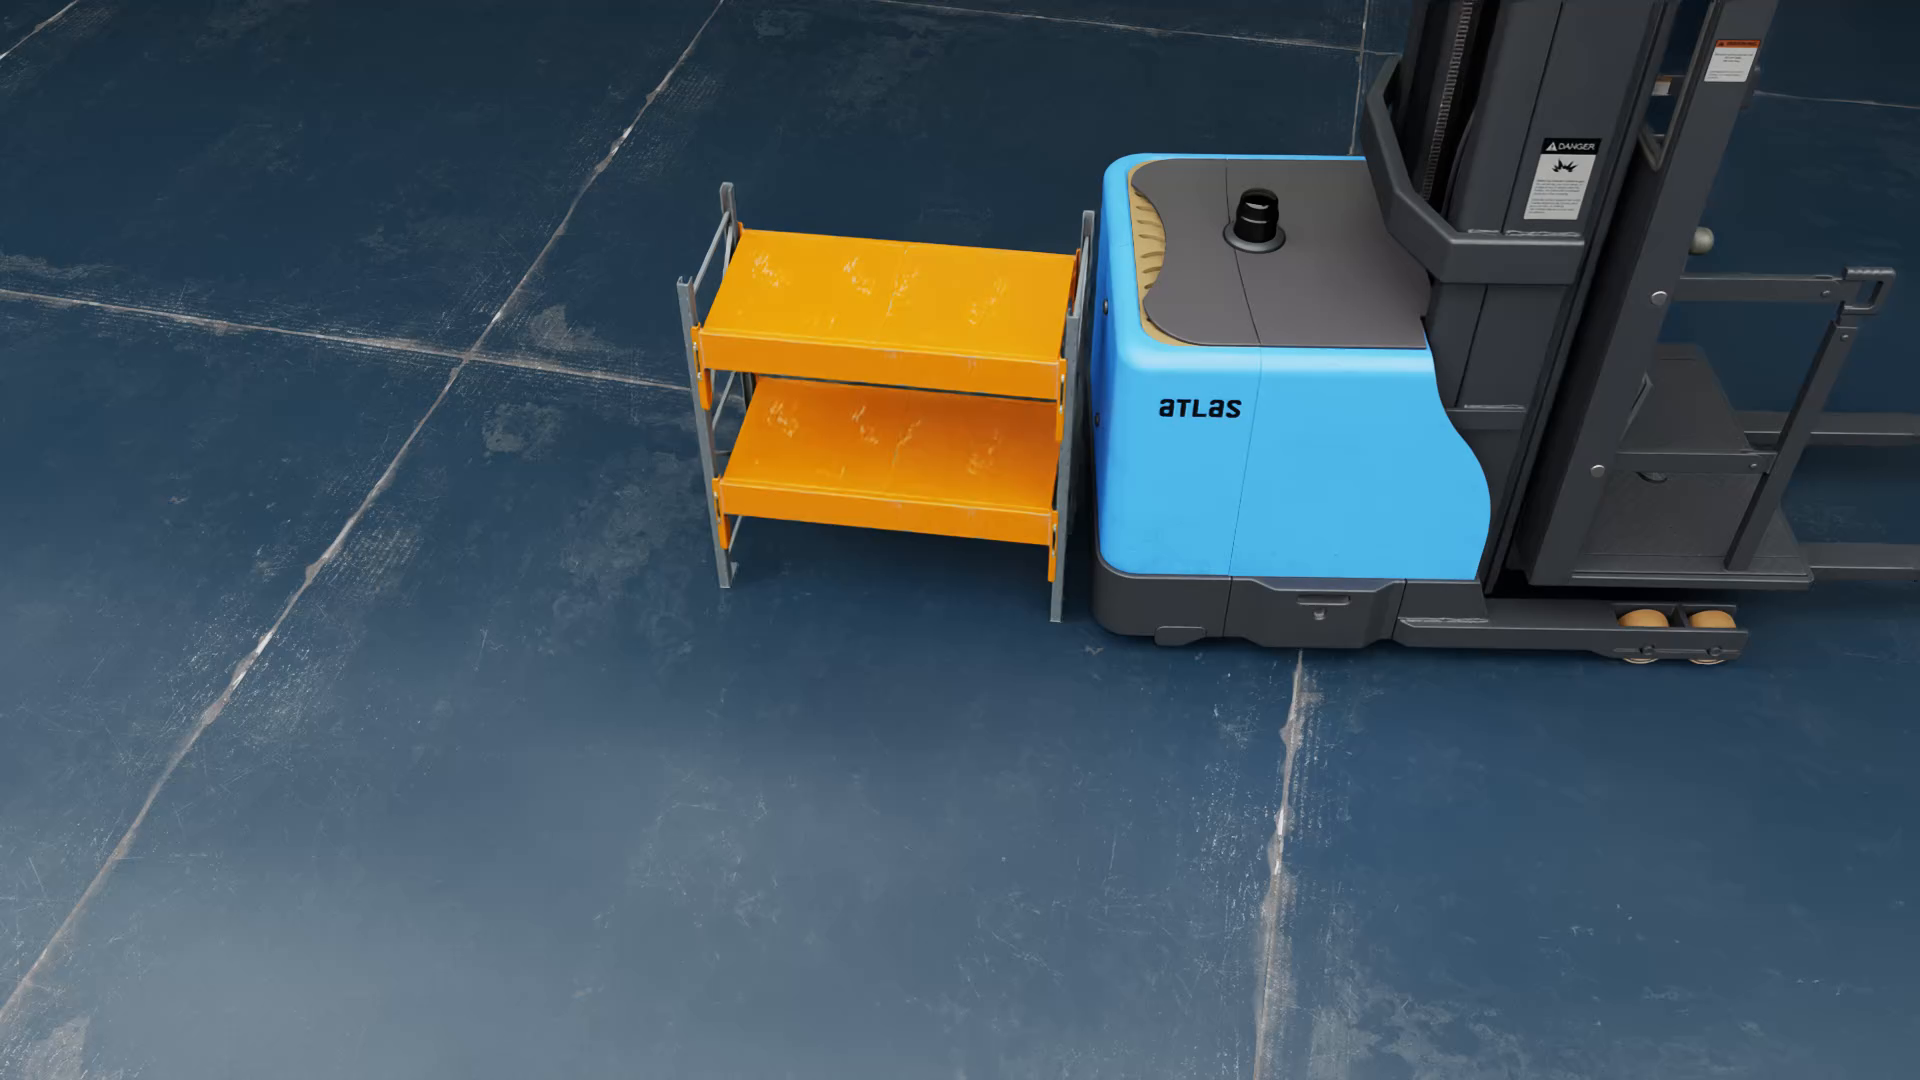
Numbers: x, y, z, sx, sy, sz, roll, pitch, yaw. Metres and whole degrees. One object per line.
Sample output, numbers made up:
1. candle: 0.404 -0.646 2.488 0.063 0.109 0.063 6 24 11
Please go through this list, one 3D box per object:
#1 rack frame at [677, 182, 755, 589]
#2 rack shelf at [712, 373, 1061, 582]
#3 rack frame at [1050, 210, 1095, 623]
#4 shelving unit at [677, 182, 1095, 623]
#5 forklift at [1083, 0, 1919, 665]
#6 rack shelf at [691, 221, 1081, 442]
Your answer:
1. rack frame: -0.686 -0.428 4.883 0.032 1.125 0.500 6 44 6
2. rack shelf: -0.183 -0.202 5.001 1.000 0.278 0.538 6 44 6
3. rack frame: 0.321 -0.329 4.780 0.032 1.125 0.500 6 44 6
4. shelving unit: -0.183 -0.378 4.832 1.048 1.125 0.538 6 44 6
5. forklift: 1.914 -1.067 4.245 3.031 2.935 1.130 1 44 1
6. rack shelf: -0.183 -0.589 4.629 1.000 0.278 0.538 6 44 6
